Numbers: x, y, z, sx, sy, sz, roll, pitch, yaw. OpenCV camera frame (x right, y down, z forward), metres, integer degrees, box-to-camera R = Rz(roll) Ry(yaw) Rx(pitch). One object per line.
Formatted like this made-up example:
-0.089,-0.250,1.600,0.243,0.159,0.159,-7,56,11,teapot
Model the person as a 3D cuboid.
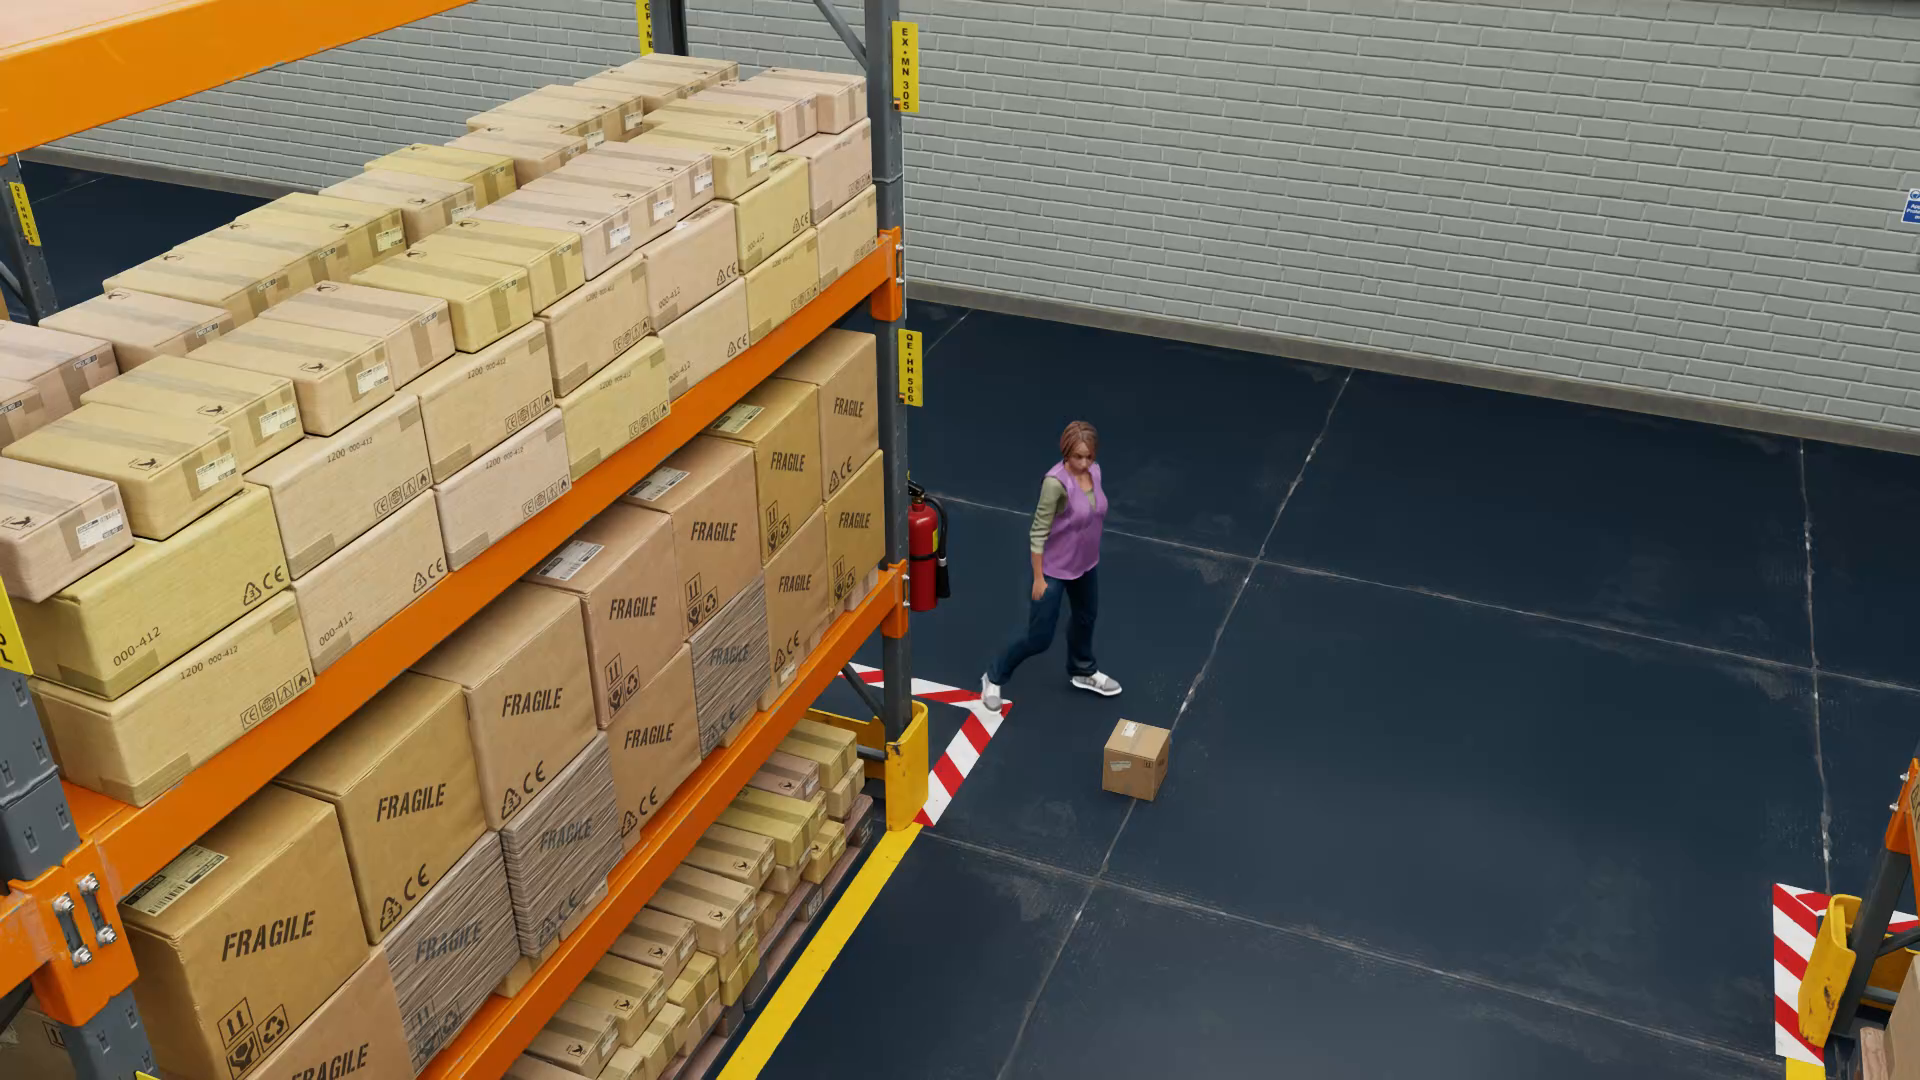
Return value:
0.437,0.144,8.118,0.522,1.587,0.670,23,37,34,person
